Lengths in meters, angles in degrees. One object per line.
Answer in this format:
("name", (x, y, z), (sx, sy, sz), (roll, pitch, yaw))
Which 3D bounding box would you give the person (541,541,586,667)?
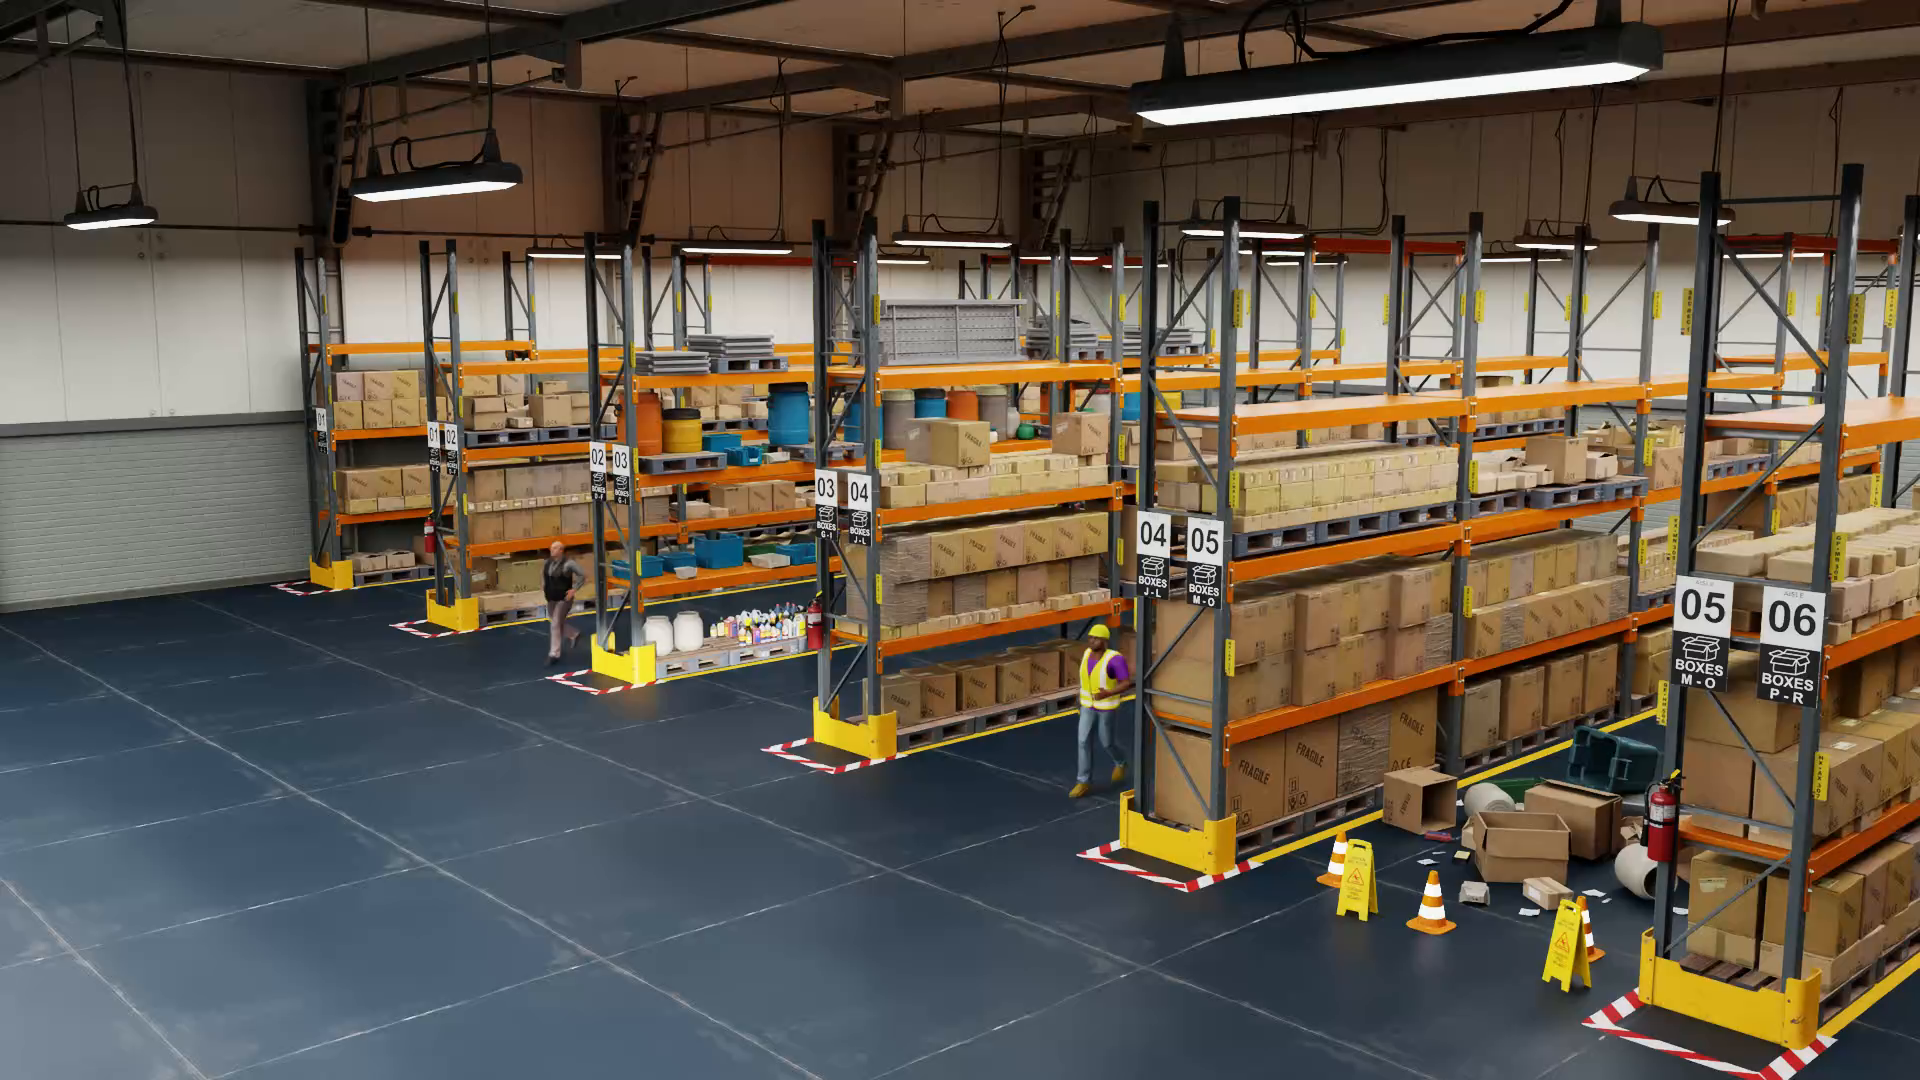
("person", (-5.663, 0.874, 23.615), (0.698, 1.736, 0.938), (5, 10, 29))

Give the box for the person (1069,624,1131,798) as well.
("person", (1.483, 1.750, 17.395), (0.699, 1.777, 0.922), (6, 10, 36))
